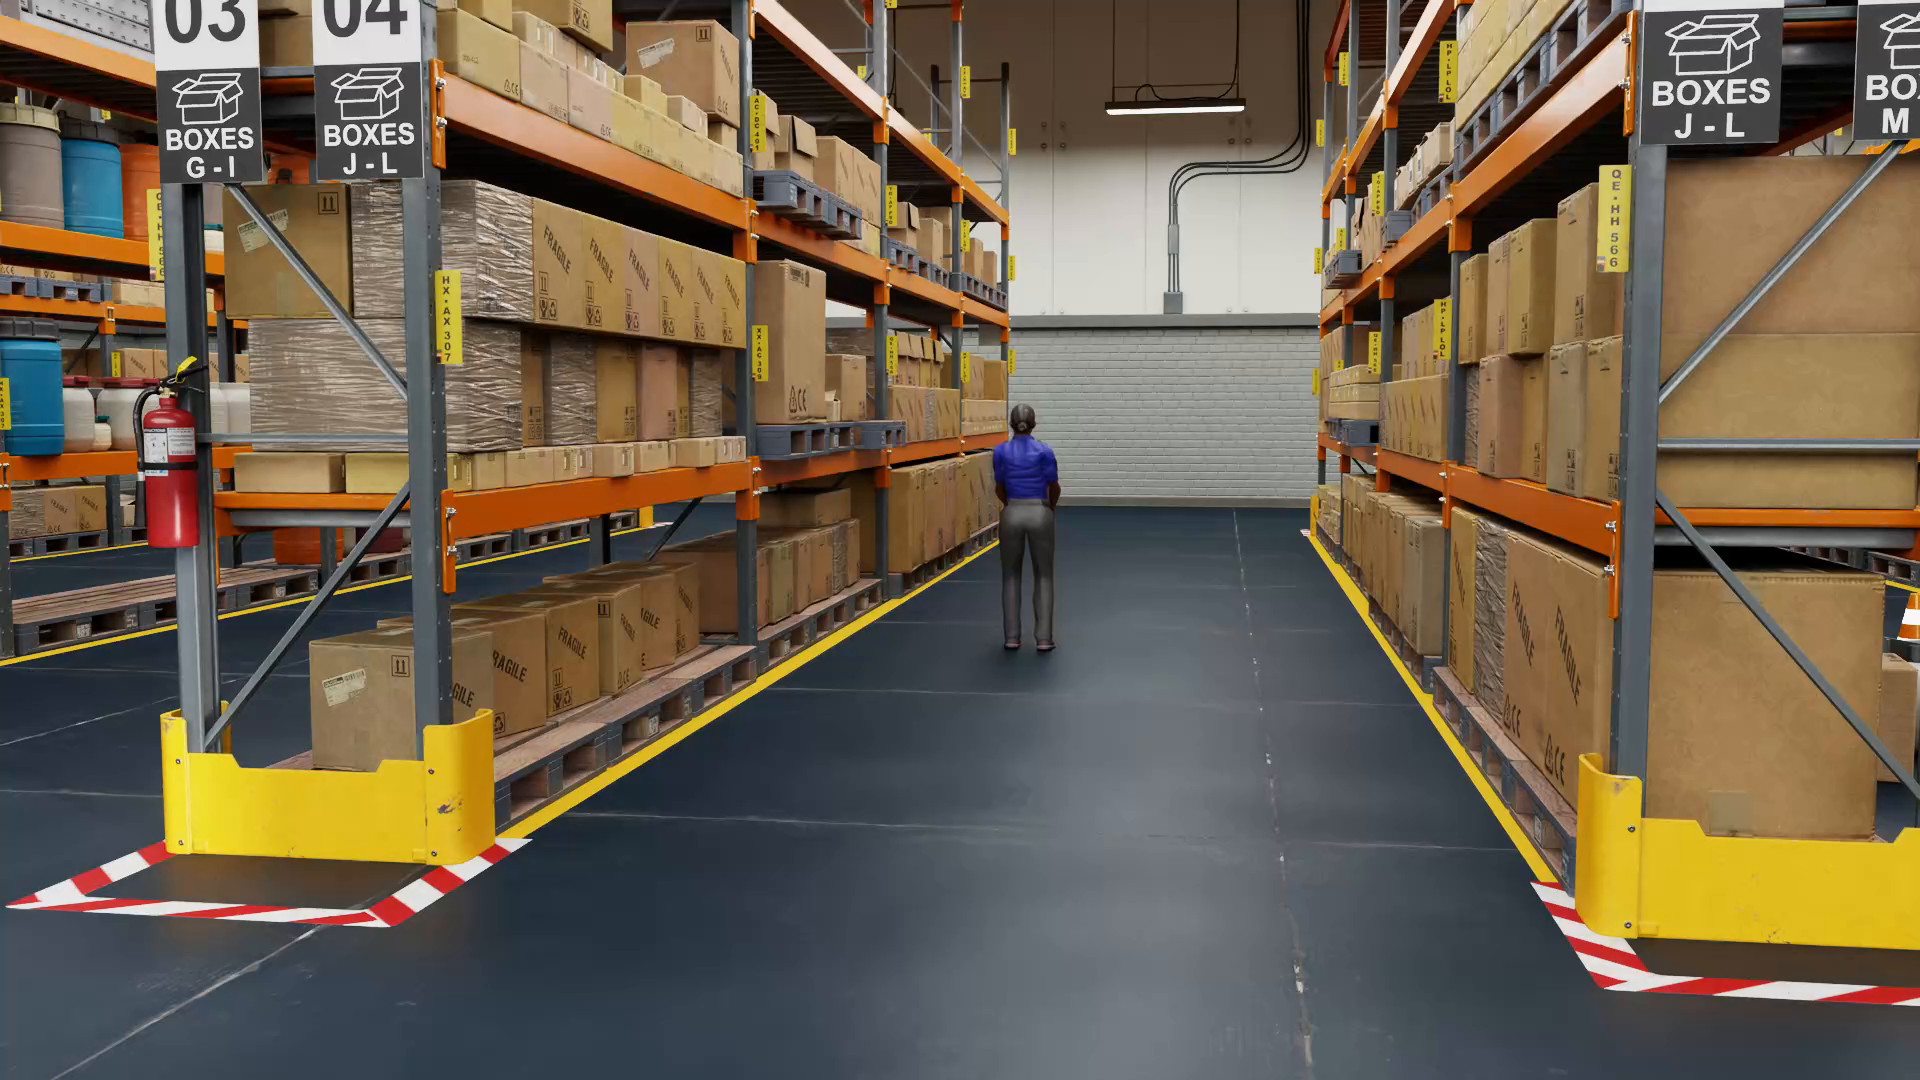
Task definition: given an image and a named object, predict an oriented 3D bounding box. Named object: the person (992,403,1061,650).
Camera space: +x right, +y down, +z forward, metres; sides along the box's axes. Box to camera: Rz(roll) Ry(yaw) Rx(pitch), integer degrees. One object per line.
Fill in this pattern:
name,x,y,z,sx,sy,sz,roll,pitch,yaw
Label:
person,0.458,-0.095,11.183,0.451,1.648,0.516,1,5,10
